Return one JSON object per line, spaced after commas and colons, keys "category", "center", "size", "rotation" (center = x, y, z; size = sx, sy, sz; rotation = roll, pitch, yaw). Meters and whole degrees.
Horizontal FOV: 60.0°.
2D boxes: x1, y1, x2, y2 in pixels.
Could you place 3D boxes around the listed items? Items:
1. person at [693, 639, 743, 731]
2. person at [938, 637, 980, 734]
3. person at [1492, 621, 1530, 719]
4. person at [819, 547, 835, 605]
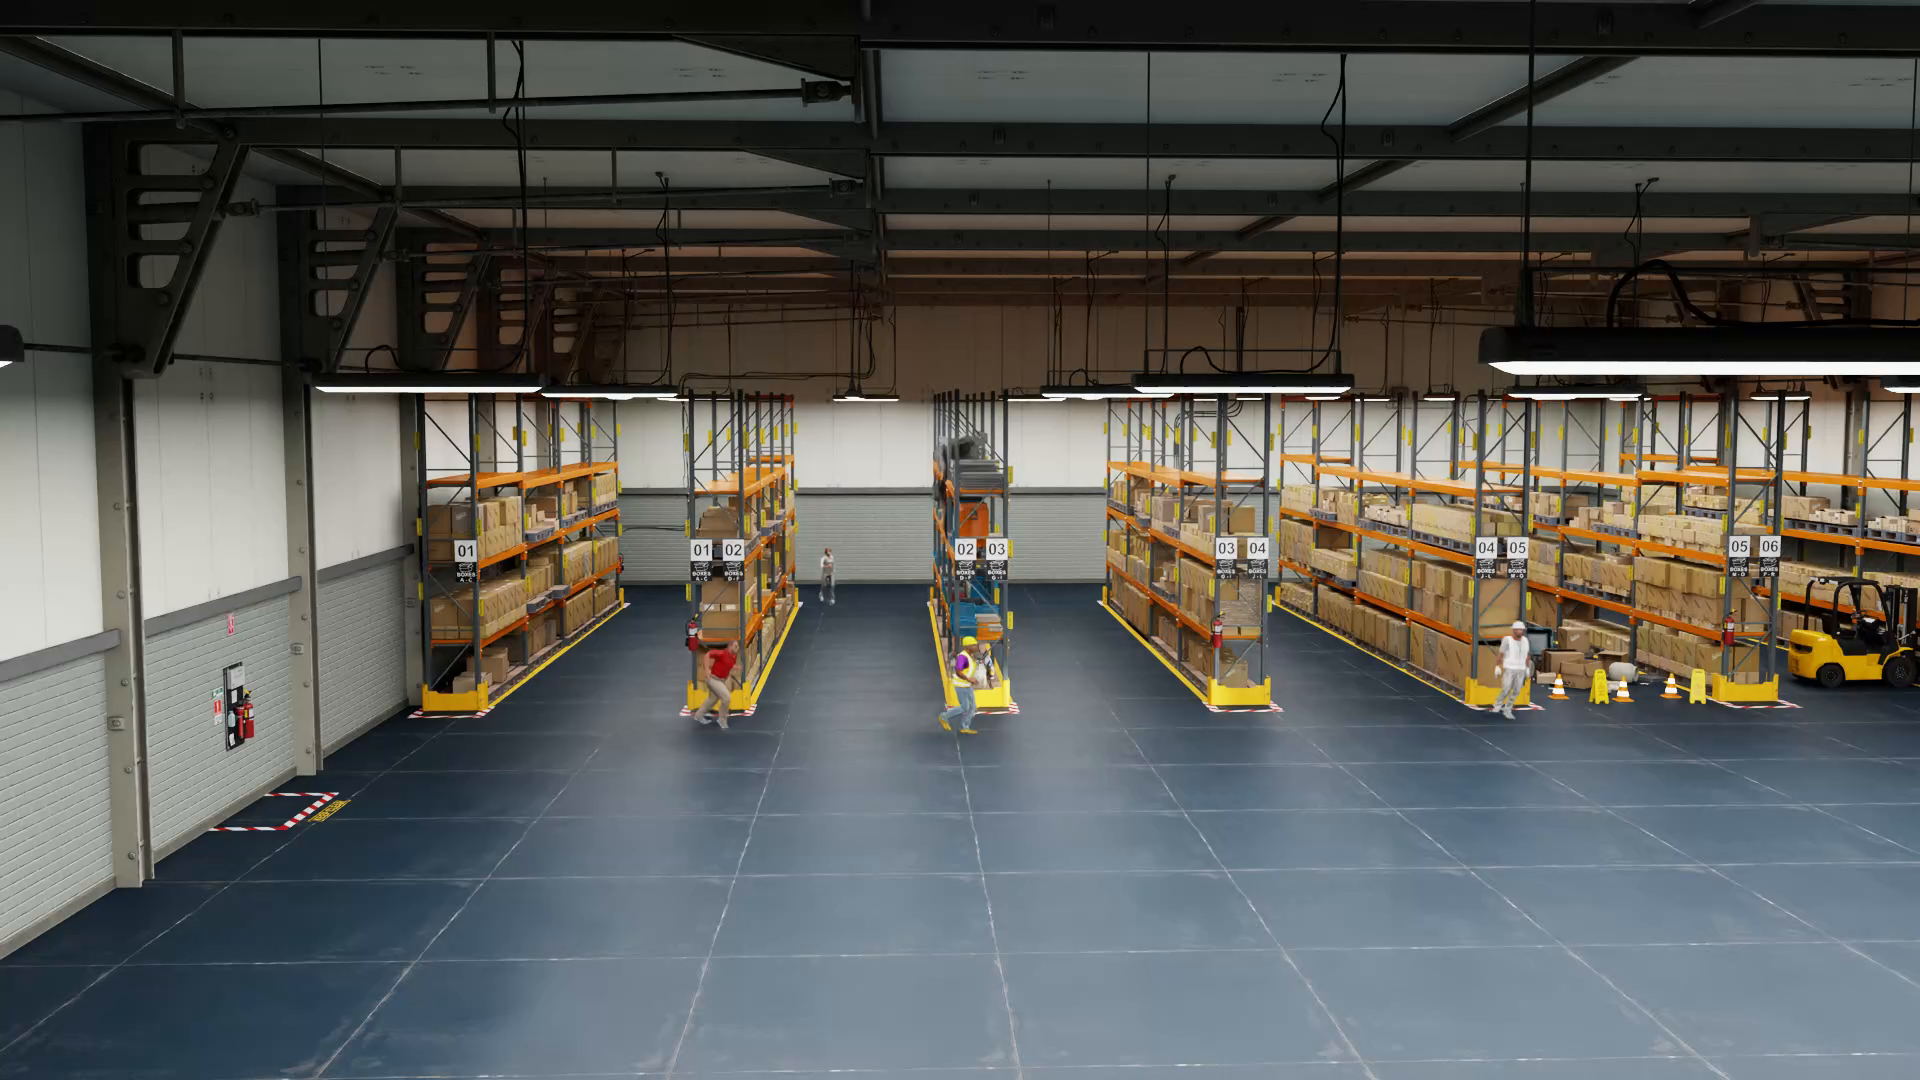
{"category": "person", "center": [-4.294, 2.563, 29.291], "size": [1.011, 1.685, 0.711], "rotation": [2, 5, 25]}
{"category": "person", "center": [0.006, 2.524, 28.886], "size": [0.765, 1.714, 0.698], "rotation": [1, 5, 18]}
{"category": "person", "center": [10.055, 2.369, 30.334], "size": [0.655, 1.797, 0.467], "rotation": [-1, 5, -15]}
{"category": "person", "center": [-3.811, 1.016, 47.711], "size": [0.520, 1.626, 0.824], "rotation": [-2, 5, -28]}
